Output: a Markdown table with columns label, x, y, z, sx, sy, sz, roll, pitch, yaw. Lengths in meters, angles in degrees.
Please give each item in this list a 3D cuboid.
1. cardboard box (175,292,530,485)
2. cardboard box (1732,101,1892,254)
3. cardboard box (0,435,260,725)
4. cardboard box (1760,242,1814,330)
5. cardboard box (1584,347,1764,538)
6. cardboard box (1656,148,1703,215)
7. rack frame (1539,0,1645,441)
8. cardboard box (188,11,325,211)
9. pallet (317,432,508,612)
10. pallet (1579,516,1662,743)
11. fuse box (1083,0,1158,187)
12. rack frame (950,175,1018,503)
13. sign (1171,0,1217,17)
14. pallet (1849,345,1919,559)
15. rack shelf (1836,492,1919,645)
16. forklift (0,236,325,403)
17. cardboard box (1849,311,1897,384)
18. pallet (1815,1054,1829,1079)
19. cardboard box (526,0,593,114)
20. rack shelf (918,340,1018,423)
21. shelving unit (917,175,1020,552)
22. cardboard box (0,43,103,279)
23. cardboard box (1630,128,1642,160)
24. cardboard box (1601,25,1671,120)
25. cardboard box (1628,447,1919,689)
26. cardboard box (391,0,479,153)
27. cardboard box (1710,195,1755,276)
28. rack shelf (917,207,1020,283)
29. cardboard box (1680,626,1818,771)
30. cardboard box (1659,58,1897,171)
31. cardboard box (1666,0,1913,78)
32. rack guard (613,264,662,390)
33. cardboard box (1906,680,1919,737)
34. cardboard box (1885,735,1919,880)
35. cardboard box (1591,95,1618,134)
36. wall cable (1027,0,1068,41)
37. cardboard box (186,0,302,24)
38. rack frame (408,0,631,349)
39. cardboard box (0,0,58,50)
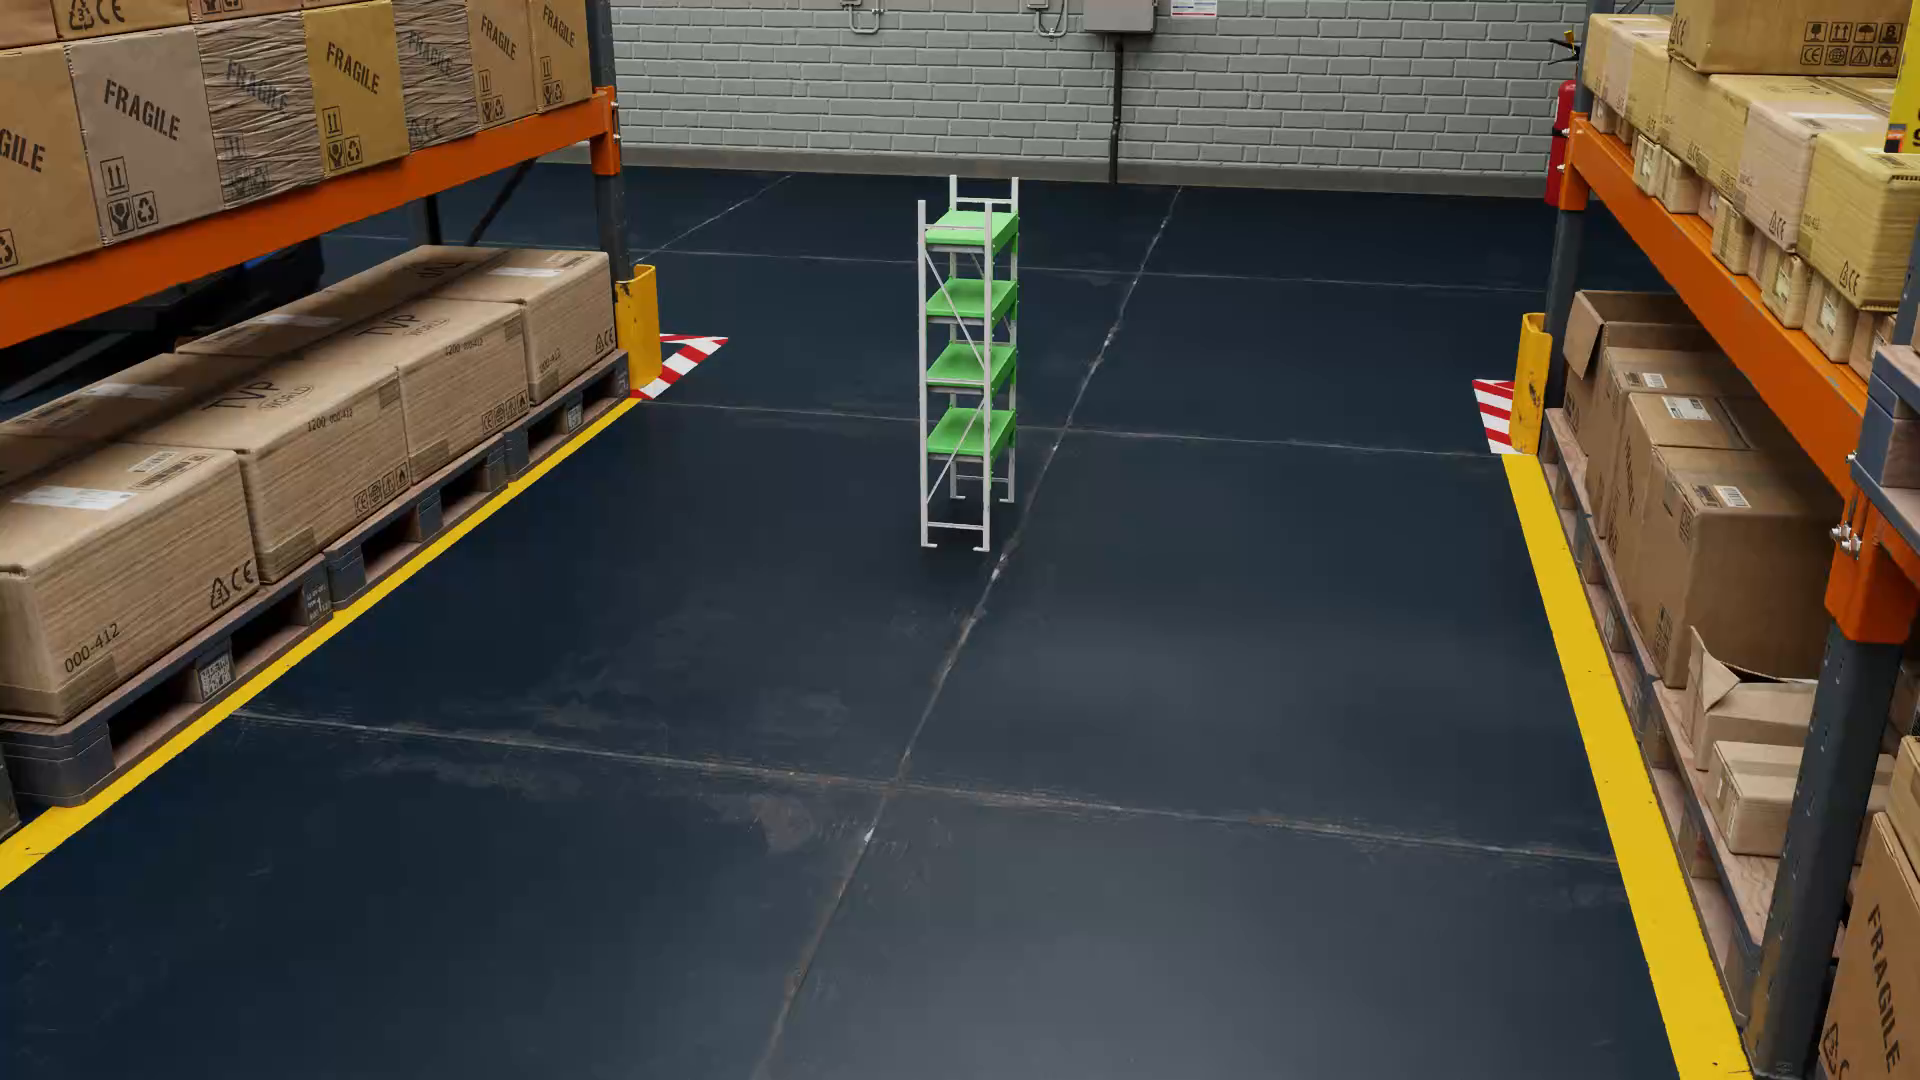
| label | x | y | z | sx | sy | sz | roll | pitch | yaw |
| --- | --- | --- | --- | --- | --- | --- | --- | --- | --- |
| cardboard box | -2.210 | -0.585 | 6.158 | 0.875 | 0.438 | 0.875 | 5 | 22 | 12 |
| cardboard box | 2.002 | -0.780 | 3.579 | 0.500 | 0.250 | 0.500 | 5 | 22 | 11 |
| cardboard box | -2.578 | 0.072 | 4.526 | 0.875 | 0.438 | 0.875 | 4 | 22 | 10 |
| cardboard box | 1.928 | -0.536 | 3.505 | 0.380 | 0.149 | 0.250 | 5 | 22 | 12 |
| cardboard box | 2.435 | -0.295 | 5.354 | 0.700 | 0.500 | 0.500 | 5 | 23 | 13 |
| cardboard box | 2.184 | -1.005 | 4.669 | 0.380 | 0.149 | 0.250 | 5 | 22 | 12 |
| rack frame | 2.865 | -1.786 | 6.272 | 1.000 | 3.000 | 0.127 | 4 | 22 | 11 |
| cardboard box | -2.245 | -1.263 | 4.841 | 0.500 | 0.500 | 0.500 | 5 | 22 | 11 |
| pallet | -2.333 | -0.126 | 5.884 | 1.003 | 0.211 | 1.213 | 4 | 22 | 11 |
| pallet | 2.437 | 0.272 | 4.896 | 1.003 | 0.211 | 1.213 | 4 | 22 | 11 |
| fuse box | 1.160 | -3.416 | 12.044 | 0.539 | 1.711 | 0.414 | 4 | 22 | 11 |
| rack frame | 0.084 | -0.706 | 6.001 | 0.240 | 1.200 | 0.015 | 4 | 22 | 11 |
| sign | 1.685 | -4.007 | 11.915 | 0.329 | 0.494 | 0.001 | 4 | 22 | 11 |
| pallet | 1.779 | 0.050 | 1.971 | 1.003 | 0.211 | 1.213 | 4 | 22 | 11 |
| rack shelf | 1.641 | 0.742 | 0.958 | 1.077 | 0.370 | 4.000 | 4 | 22 | 11 |
| forklift | -4.126 | -2.273 | 7.573 | 1.130 | 2.935 | 3.031 | 0 | 22 | 0 |
| cardboard box | 1.867 | -0.342 | 3.024 | 0.380 | 0.149 | 0.250 | 5 | 22 | 12 |
| pallet | 1.920 | 1.271 | 2.415 | 1.003 | 0.211 | 1.213 | 4 | 22 | 11 |
| cardboard box | -1.834 | -2.012 | 6.702 | 0.500 | 0.500 | 0.500 | 5 | 22 | 11 |
| rack shelf | 0.034 | -0.558 | 5.804 | 0.258 | 0.148 | 0.480 | 4 | 22 | 11 |
| shelving unit | 0.034 | -0.617 | 5.780 | 0.258 | 1.200 | 0.503 | 4 | 22 | 11 |
| cardboard box | -2.459 | -0.898 | 3.934 | 0.500 | 0.500 | 0.500 | 5 | 23 | 13 |
| cardboard box | 2.392 | -1.287 | 5.370 | 0.380 | 0.149 | 0.250 | 5 | 23 | 13 |
| cardboard box | 2.406 | -1.524 | 5.426 | 0.500 | 0.250 | 0.500 | 5 | 22 | 11 |
| cardboard box | 2.223 | 0.085 | 4.412 | 0.700 | 0.500 | 0.500 | 4 | 22 | 9 |
| cardboard box | -2.047 | -1.641 | 5.780 | 0.500 | 0.500 | 0.500 | 5 | 22 | 12 |
| cardboard box | 2.033 | -0.725 | 3.976 | 0.380 | 0.149 | 0.250 | 4 | 22 | 10 |
| rack shelf | 0.034 | -1.003 | 5.624 | 0.258 | 0.148 | 0.480 | 4 | 22 | 11 |
| cardboard box | 1.948 | 0.394 | 3.958 | 0.396 | 0.266 | 0.258 | 5 | 23 | 13 |
| cardboard box | 2.222 | -1.150 | 4.496 | 0.500 | 0.250 | 0.500 | 4 | 22 | 10 |
| cardboard box | 2.203 | -1.508 | 4.381 | 0.500 | 0.500 | 0.500 | 5 | 22 | 12 |
| rack guard | -1.990 | -1.012 | 7.697 | 1.175 | 0.500 | 0.348 | 4 | 22 | 11 |
| cardboard box | 2.415 | 0.506 | 3.619 | 0.500 | 0.311 | 0.500 | 5 | 23 | 13 |
| cardboard box | 1.715 | 0.452 | 2.632 | 0.380 | 0.149 | 0.250 | 6 | 23 | 13 |
| cardboard box | 2.529 | -1.570 | 6.073 | 0.380 | 0.149 | 0.250 | 4 | 22 | 11 |
| wall cable | 0.524 | -4.594 | 11.885 | 0.588 | 1.984 | 0.122 | 4 | 22 | 11 |
| cardboard box | -2.252 | -1.736 | 4.678 | 0.500 | 0.500 | 0.500 | 5 | 22 | 12 |
| rack frame | -1.995 | -2.163 | 7.208 | 1.000 | 3.000 | 0.127 | 4 | 22 | 11 |
| cardboard box | -2.477 | -1.366 | 3.757 | 0.500 | 0.500 | 0.500 | 5 | 22 | 11 |
